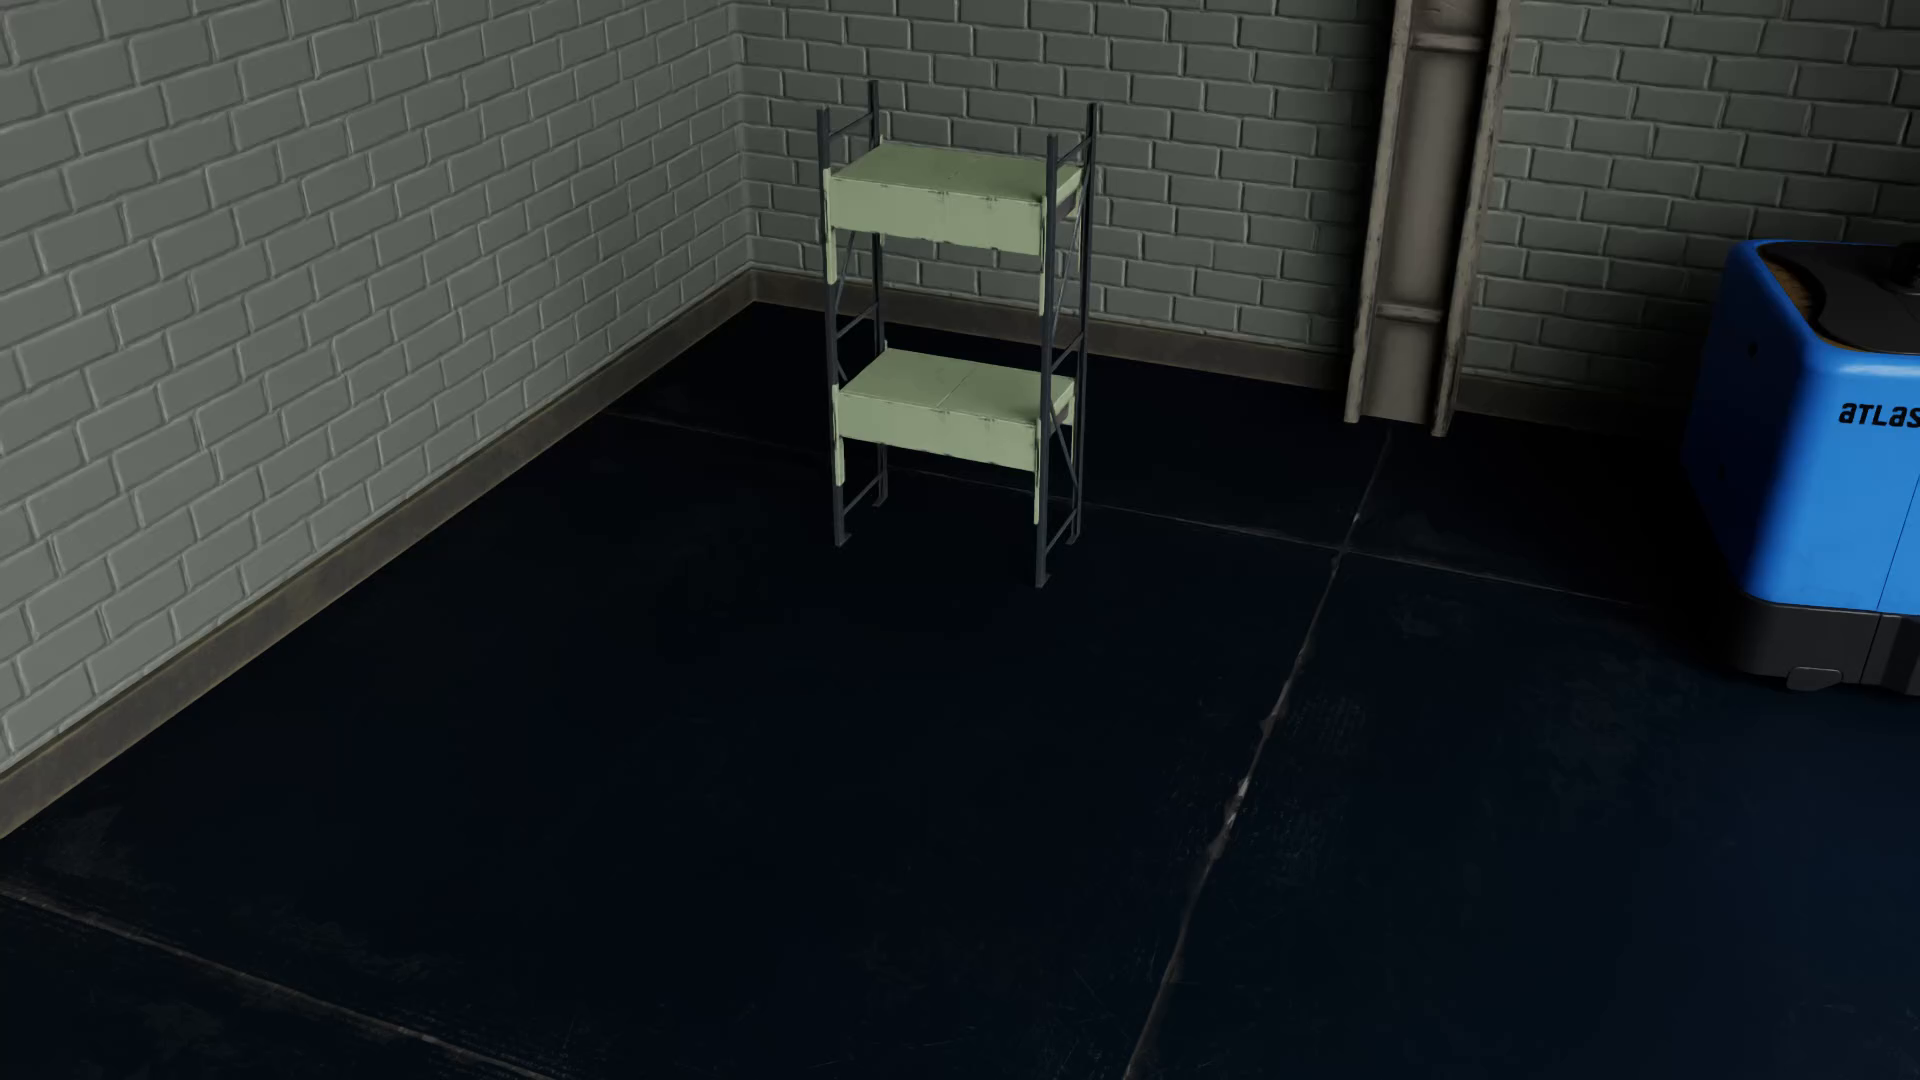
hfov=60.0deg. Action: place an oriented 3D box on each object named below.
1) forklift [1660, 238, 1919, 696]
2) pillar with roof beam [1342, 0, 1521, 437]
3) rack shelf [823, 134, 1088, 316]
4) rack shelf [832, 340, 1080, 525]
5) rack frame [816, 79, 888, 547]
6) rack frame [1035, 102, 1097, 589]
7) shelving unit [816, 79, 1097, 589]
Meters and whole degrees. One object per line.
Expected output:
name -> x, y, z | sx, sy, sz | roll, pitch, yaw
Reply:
forklift -> 3.834, -0.952, 4.455 | 3.031, 2.935, 1.130 | 5, 30, 8
pillar with roof beam -> 0.137, -2.460, 0.956 | 0.400, 9.000, 9.100 | 11, 31, 19
rack shelf -> -0.006, -0.994, 5.191 | 0.720, 0.370, 0.431 | 11, 31, 19
rack shelf -> -0.006, -0.370, 5.544 | 0.720, 0.370, 0.431 | 11, 31, 19
rack frame -> -0.345, -0.722, 5.503 | 0.023, 1.500, 0.400 | 11, 31, 19
rack frame -> 0.333, -0.586, 5.263 | 0.023, 1.500, 0.400 | 11, 31, 19
shelving unit -> -0.006, -0.654, 5.383 | 0.755, 1.500, 0.431 | 11, 31, 19
